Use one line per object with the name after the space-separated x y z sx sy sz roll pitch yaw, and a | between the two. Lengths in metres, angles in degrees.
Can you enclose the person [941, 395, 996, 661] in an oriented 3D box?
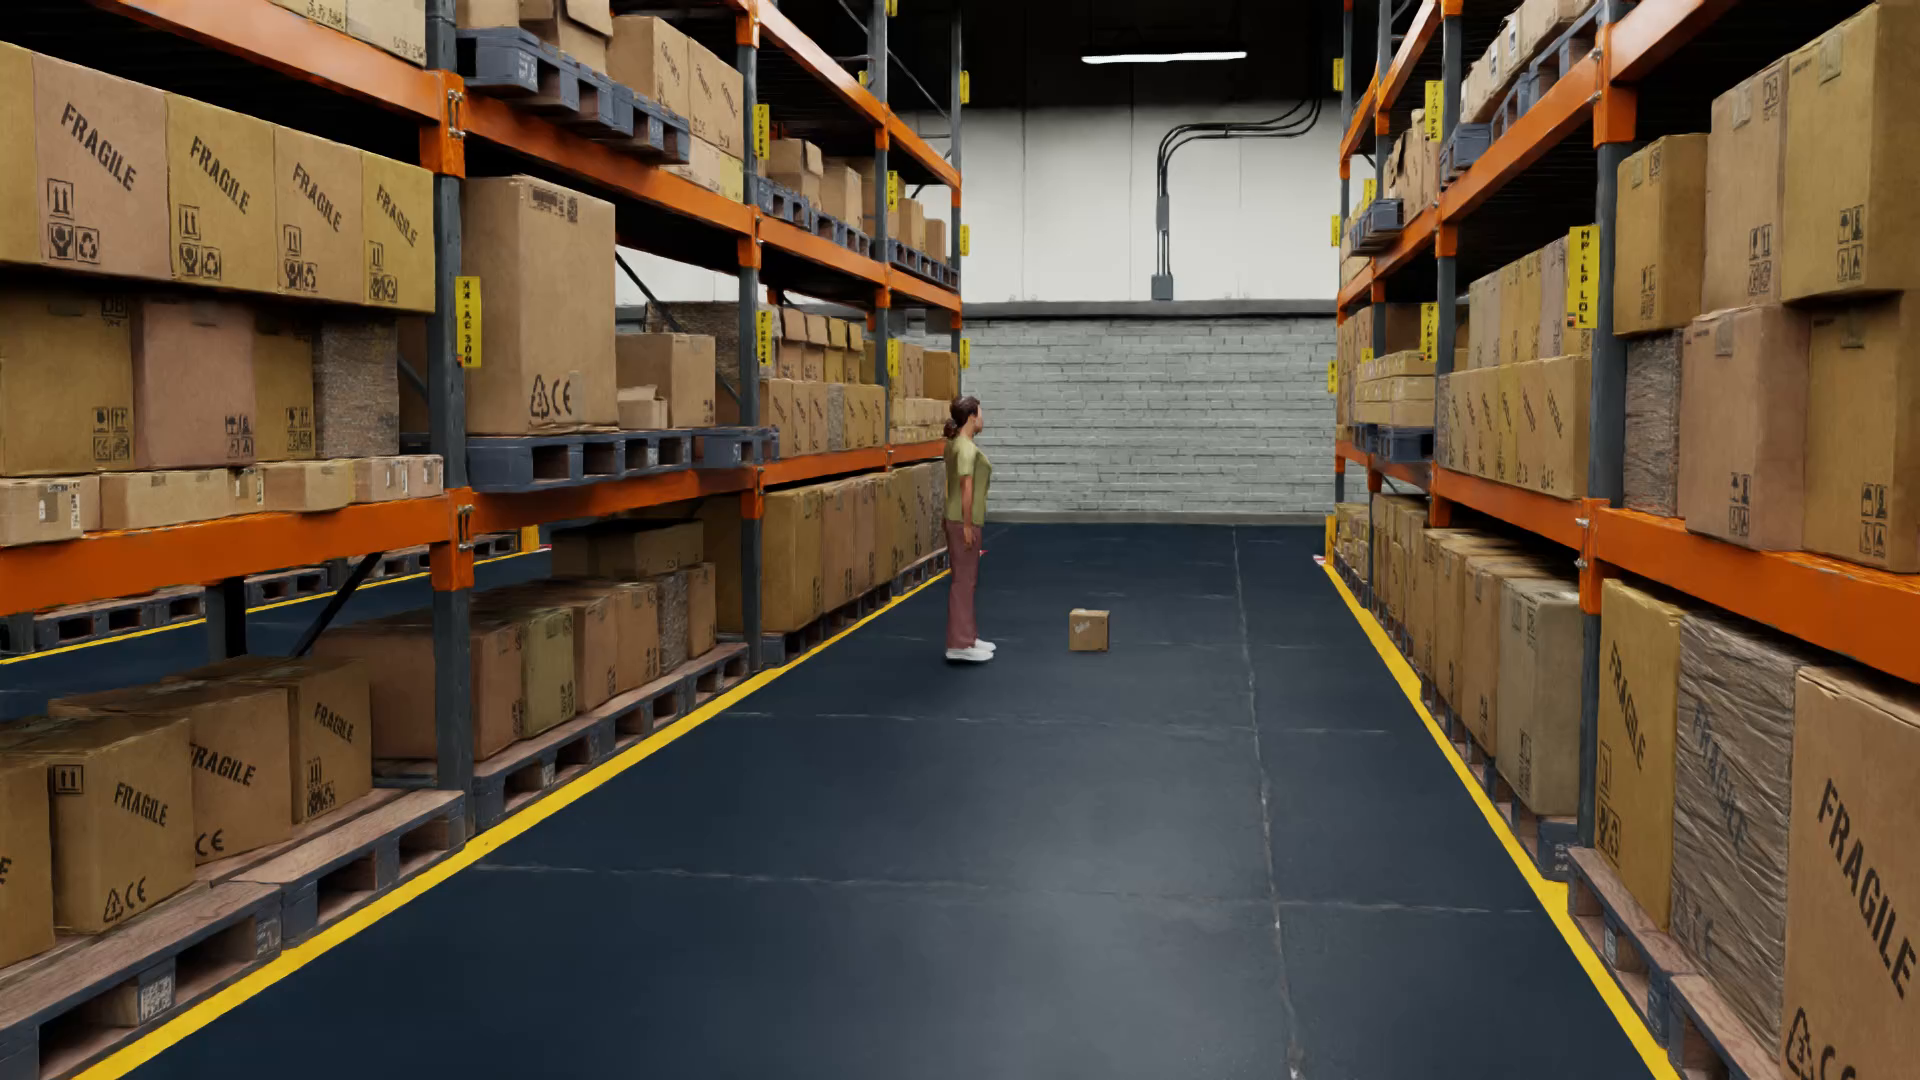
0.059 -0.085 10.673 0.370 1.676 0.518 -1 5 -12 | person
